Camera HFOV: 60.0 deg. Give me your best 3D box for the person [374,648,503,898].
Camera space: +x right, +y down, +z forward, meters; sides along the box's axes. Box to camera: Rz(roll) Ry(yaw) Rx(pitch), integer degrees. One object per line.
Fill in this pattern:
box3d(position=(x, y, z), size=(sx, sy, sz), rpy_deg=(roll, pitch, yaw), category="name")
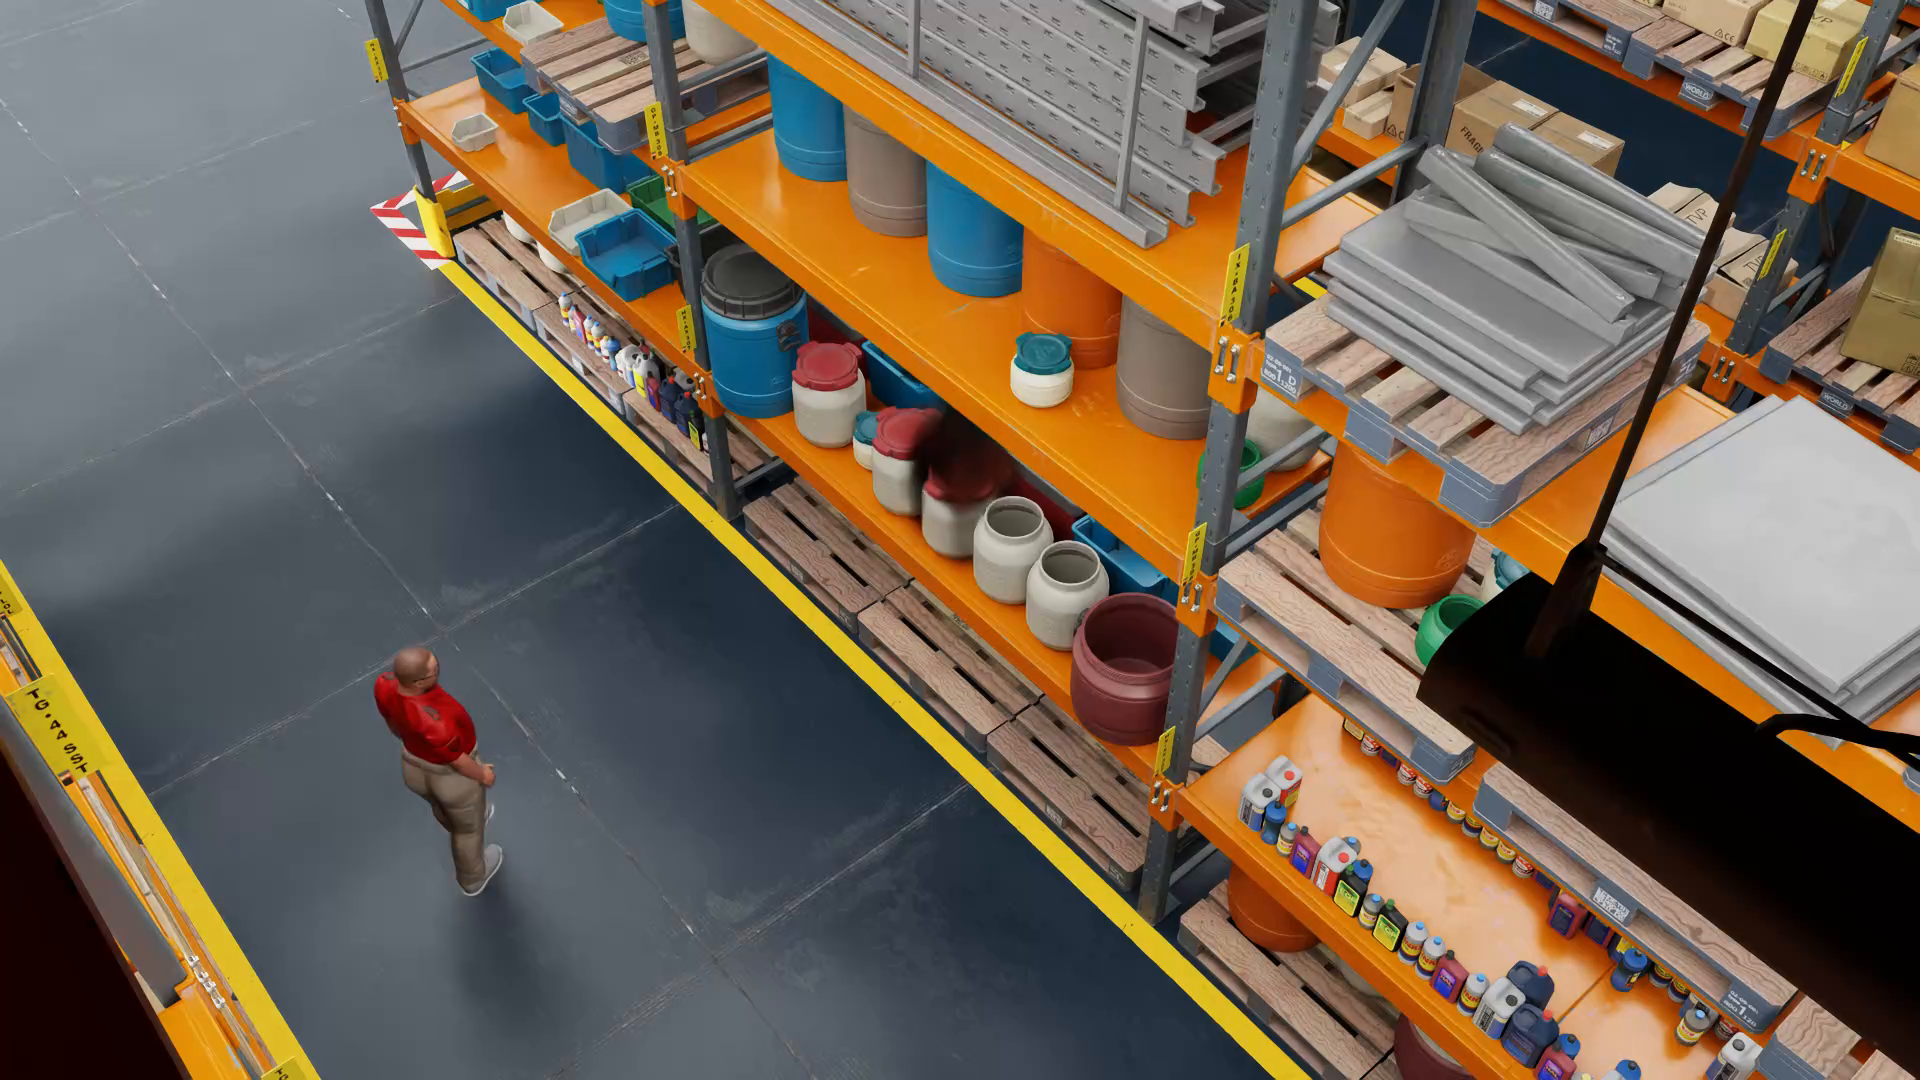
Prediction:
box3d(position=(-2.578, 1.089, 8.360), size=(0.556, 1.750, 0.578), rpy_deg=(15, 48, 14), category="person")
